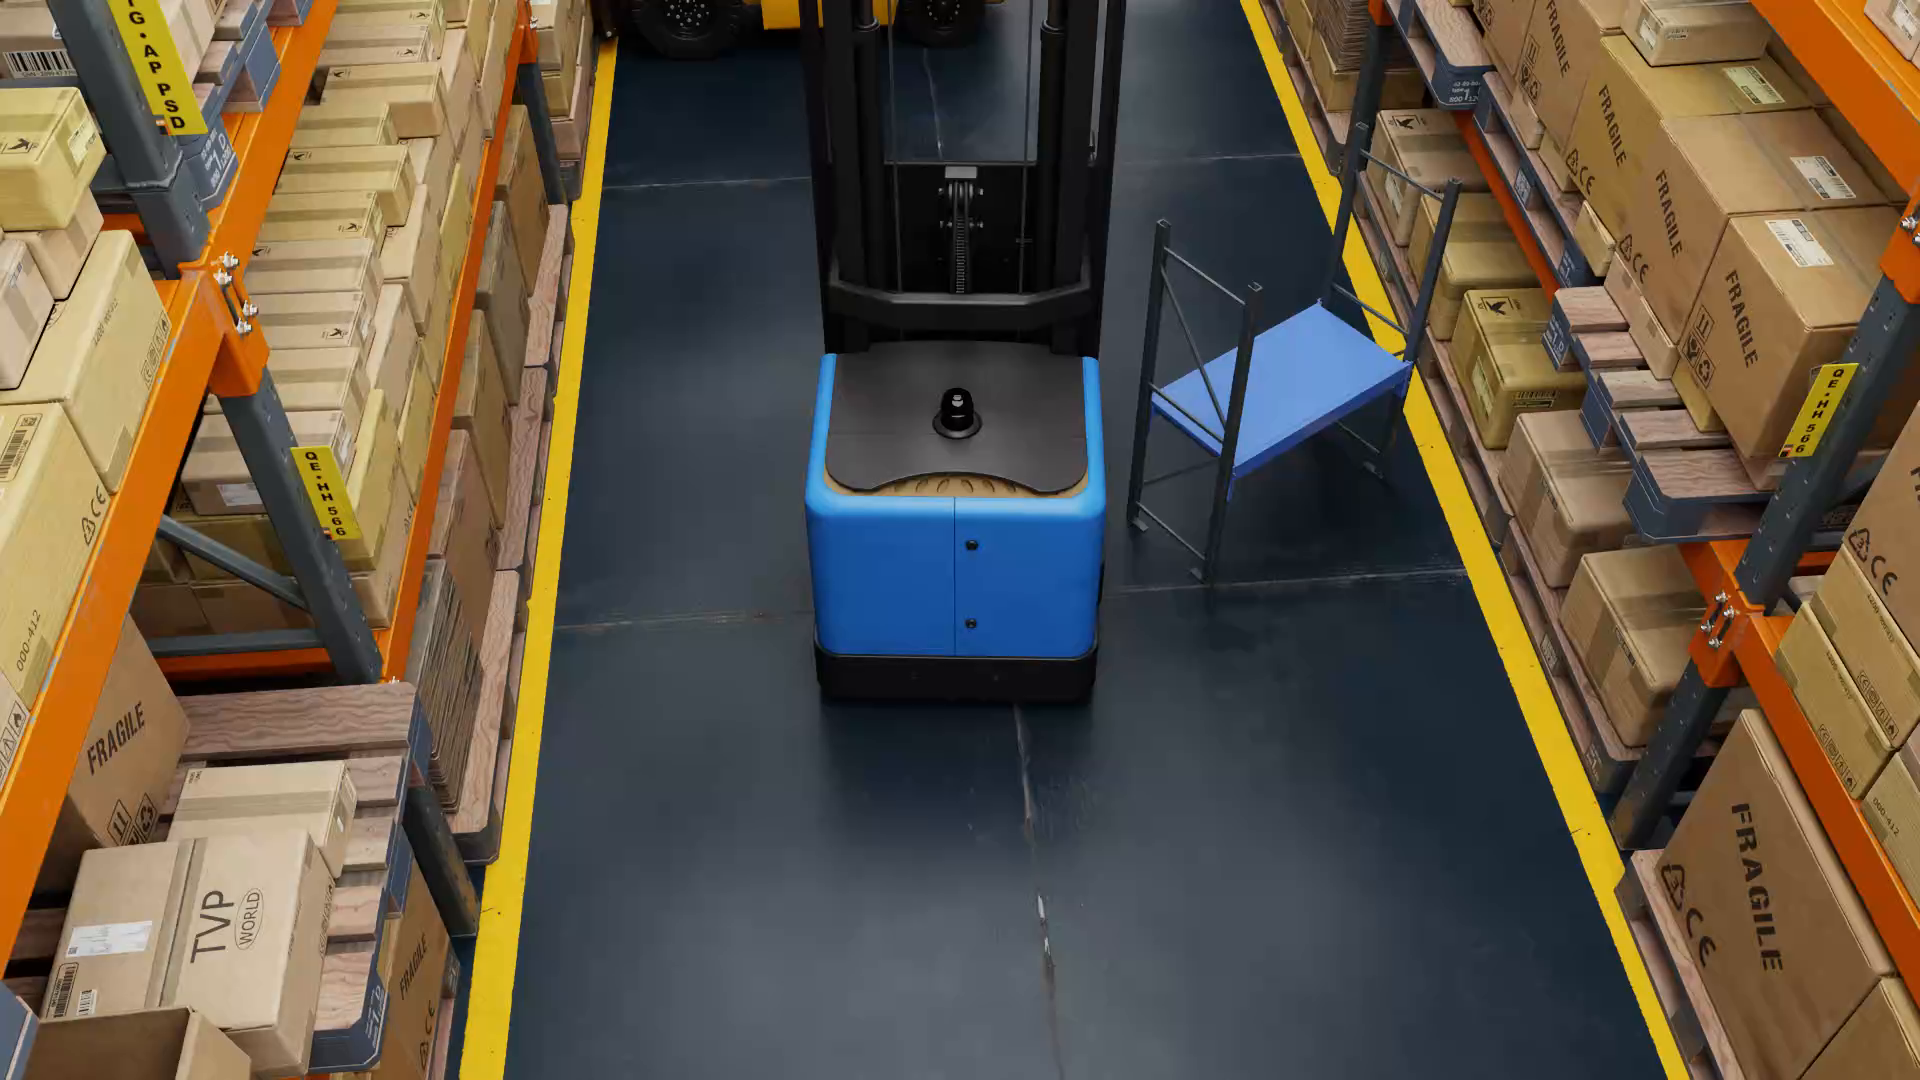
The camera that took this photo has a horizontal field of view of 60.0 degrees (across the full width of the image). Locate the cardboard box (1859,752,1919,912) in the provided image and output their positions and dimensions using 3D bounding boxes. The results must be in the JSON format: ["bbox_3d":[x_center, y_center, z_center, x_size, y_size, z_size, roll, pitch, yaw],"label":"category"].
[{"bbox_3d":[2.662,0.783,4.182,0.500,0.250,0.500,-5,47,-4],"label":"cardboard box"}]

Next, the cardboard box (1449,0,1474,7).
[{"bbox_3d":[2.220,-2.360,6.940,0.380,0.149,0.250,-3,47,-2],"label":"cardboard box"}]

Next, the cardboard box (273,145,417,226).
[{"bbox_3d":[-1.986,-1.143,5.388,0.380,0.149,0.250,-3,47,-2],"label":"cardboard box"}]

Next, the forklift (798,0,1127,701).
[{"bbox_3d":[0.013,-1.462,6.252,1.130,2.935,3.031,1,47,1],"label":"forklift"}]

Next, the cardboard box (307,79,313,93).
[{"bbox_3d":[-2.619,-1.599,6.094,0.500,0.250,0.500,-5,47,-4],"label":"cardboard box"}]

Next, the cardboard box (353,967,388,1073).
[{"bbox_3d":[-1.787,1.326,4.551,0.380,0.149,0.250,-6,47,-5],"label":"cardboard box"}]

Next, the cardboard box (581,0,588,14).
[{"bbox_3d":[-2.277,-3.066,8.985,0.500,0.250,0.500,-4,47,-4],"label":"cardboard box"}]

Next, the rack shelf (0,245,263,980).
[{"bbox_3d":[-1.967,0.959,2.342,1.077,0.370,4.000,-3,47,-3],"label":"rack shelf"}]

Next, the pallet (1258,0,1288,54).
[{"bbox_3d":[2.280,-3.312,9.878,1.003,0.211,1.213,-3,47,-3],"label":"pallet"}]

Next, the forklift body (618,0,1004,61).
[{"bbox_3d":[-0.827,-3.939,9.136,2.313,2.155,1.214,-3,47,-3],"label":"forklift body"}]

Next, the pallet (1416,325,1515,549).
[{"bbox_3d":[2.649,-0.496,7.211,1.003,0.211,1.213,-3,47,-3],"label":"pallet"}]

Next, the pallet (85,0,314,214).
[{"bbox_3d":[-2.280,-1.156,3.980,1.213,0.211,1.003,-2,47,-1],"label":"pallet"}]

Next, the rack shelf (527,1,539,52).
[{"bbox_3d":[-2.637,-3.798,8.913,1.077,0.370,4.000,-3,47,-3],"label":"rack shelf"}]

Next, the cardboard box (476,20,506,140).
[{"bbox_3d":[-2.119,-1.834,6.661,0.500,0.250,0.500,-4,47,-4],"label":"cardboard box"}]

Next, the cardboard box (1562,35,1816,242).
[{"bbox_3d":[2.399,-1.340,5.527,0.500,0.500,0.500,-6,47,-6],"label":"cardboard box"}]

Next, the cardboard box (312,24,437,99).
[{"bbox_3d":[-2.083,-1.699,5.914,0.380,0.149,0.250,-3,47,-3],"label":"cardboard box"}]

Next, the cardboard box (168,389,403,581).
[{"bbox_3d":[-1.903,-0.162,4.733,0.500,0.250,0.500,-4,47,-3],"label":"cardboard box"}]

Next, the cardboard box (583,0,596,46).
[{"bbox_3d":[-2.296,-2.904,9.176,0.500,0.250,0.500,-3,47,-3],"label":"cardboard box"}]

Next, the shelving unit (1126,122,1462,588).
[{"bbox_3d":[1.263,-0.700,6.516,1.048,1.500,0.538,-29,53,-25],"label":"shelving unit"}]

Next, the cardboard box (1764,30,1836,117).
[{"bbox_3d":[2.903,-1.390,5.574,0.500,0.500,0.500,-3,47,-3],"label":"cardboard box"}]

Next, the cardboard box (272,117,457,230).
[{"bbox_3d":[-2.063,-1.271,5.783,0.500,0.250,0.500,-3,47,-3],"label":"cardboard box"}]

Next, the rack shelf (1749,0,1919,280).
[{"bbox_3d":[2.644,-2.240,5.371,1.077,0.370,4.000,-3,47,-3],"label":"rack shelf"}]

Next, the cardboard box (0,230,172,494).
[{"bbox_3d":[-1.850,-0.327,3.168,0.500,0.250,0.500,-5,47,-5],"label":"cardboard box"}]

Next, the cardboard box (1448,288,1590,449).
[{"bbox_3d":[2.647,-0.741,7.043,0.950,0.372,0.625,-2,47,-2],"label":"cardboard box"}]

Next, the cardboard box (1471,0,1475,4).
[{"bbox_3d":[2.273,-2.465,6.592,0.500,0.500,0.500,-3,47,-3],"label":"cardboard box"}]

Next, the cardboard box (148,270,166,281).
[{"bbox_3d":[-2.548,-0.732,4.998,0.380,0.149,0.250,-4,47,-4],"label":"cardboard box"}]

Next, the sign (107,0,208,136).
[{"bbox_3d":[-1.594,-0.945,3.293,0.100,0.325,0.005,-3,47,-3],"label":"sign"}]

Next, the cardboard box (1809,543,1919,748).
[{"bbox_3d":[2.608,0.253,4.340,0.500,0.250,0.500,-4,47,-4],"label":"cardboard box"}]

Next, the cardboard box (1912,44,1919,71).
[{"bbox_3d":[2.576,-1.169,4.035,0.380,0.149,0.250,-3,47,-3],"label":"cardboard box"}]

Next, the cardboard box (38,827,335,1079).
[{"bbox_3d":[-1.724,0.947,3.738,0.500,0.250,0.500,-5,47,-5],"label":"cardboard box"}]

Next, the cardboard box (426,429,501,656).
[{"bbox_3d":[-2.236,0.044,6.126,0.875,0.625,0.625,-2,47,-2],"label":"cardboard box"}]

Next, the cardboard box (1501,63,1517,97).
[{"bbox_3d":[2.319,-1.792,6.402,0.380,0.149,0.250,-3,47,-3],"label":"cardboard box"}]

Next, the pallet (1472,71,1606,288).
[{"bbox_3d":[2.605,-1.372,6.252,1.003,0.211,1.213,-3,47,-3],"label":"pallet"}]

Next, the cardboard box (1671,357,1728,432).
[{"bbox_3d":[2.455,-0.479,5.158,0.380,0.149,0.250,-3,47,-3],"label":"cardboard box"}]

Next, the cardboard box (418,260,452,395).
[{"bbox_3d":[-2.015,-0.725,5.610,0.500,0.250,0.500,-5,47,-5],"label":"cardboard box"}]

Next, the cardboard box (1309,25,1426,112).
[{"bbox_3d":[2.159,-2.513,8.805,0.500,0.250,0.500,-2,47,-1],"label":"cardboard box"}]

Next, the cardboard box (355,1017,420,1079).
[{"bbox_3d":[-1.853,1.667,4.675,0.500,0.500,0.500,-4,47,-4],"label":"cardboard box"}]

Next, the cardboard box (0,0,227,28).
[{"bbox_3d":[-1.952,-1.488,3.737,0.500,0.500,0.500,-3,47,-3],"label":"cardboard box"}]

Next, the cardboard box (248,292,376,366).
[{"bbox_3d":[-1.938,-0.588,4.861,0.380,0.149,0.250,-2,47,-2],"label":"cardboard box"}]

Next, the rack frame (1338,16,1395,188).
[{"bbox_3d":[2.477,-2.903,7.570,1.000,3.000,0.127,-3,47,-3],"label":"rack frame"}]

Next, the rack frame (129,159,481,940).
[{"bbox_3d":[-2.134,0.296,4.540,1.000,3.000,0.127,-3,47,-3],"label":"rack frame"}]

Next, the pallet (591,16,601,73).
[{"bbox_3d":[-2.599,-3.102,9.679,1.003,0.211,1.213,-3,47,-3],"label":"pallet"}]

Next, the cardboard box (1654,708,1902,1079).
[{"bbox_3d":[2.787,1.082,4.970,0.875,0.875,0.875,-4,47,-4],"label":"cardboard box"}]

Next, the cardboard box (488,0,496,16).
[{"bbox_3d":[-2.173,-2.379,6.832,0.500,0.250,0.500,-4,47,-4],"label":"cardboard box"}]

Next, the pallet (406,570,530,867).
[{"bbox_3d":[-2.164,0.657,6.119,1.003,0.211,1.213,-3,47,-3],"label":"pallet"}]

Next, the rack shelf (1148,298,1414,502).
[{"bbox_3d":[1.263,-0.576,6.647,1.000,0.185,0.538,-29,53,-25],"label":"rack shelf"}]

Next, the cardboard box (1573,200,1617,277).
[{"bbox_3d":[2.339,-1.039,5.689,0.380,0.149,0.250,-3,47,-3],"label":"cardboard box"}]

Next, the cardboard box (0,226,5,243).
[{"bbox_3d":[-1.894,-0.496,2.848,0.380,0.149,0.250,-5,47,-5],"label":"cardboard box"}]

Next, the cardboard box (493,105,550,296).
[{"bbox_3d":[-2.414,-1.549,7.634,0.875,0.625,0.625,-2,47,-2],"label":"cardboard box"}]

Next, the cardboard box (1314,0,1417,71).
[{"bbox_3d":[2.160,-2.771,8.533,0.500,0.500,0.500,-4,47,-4],"label":"cardboard box"}]
